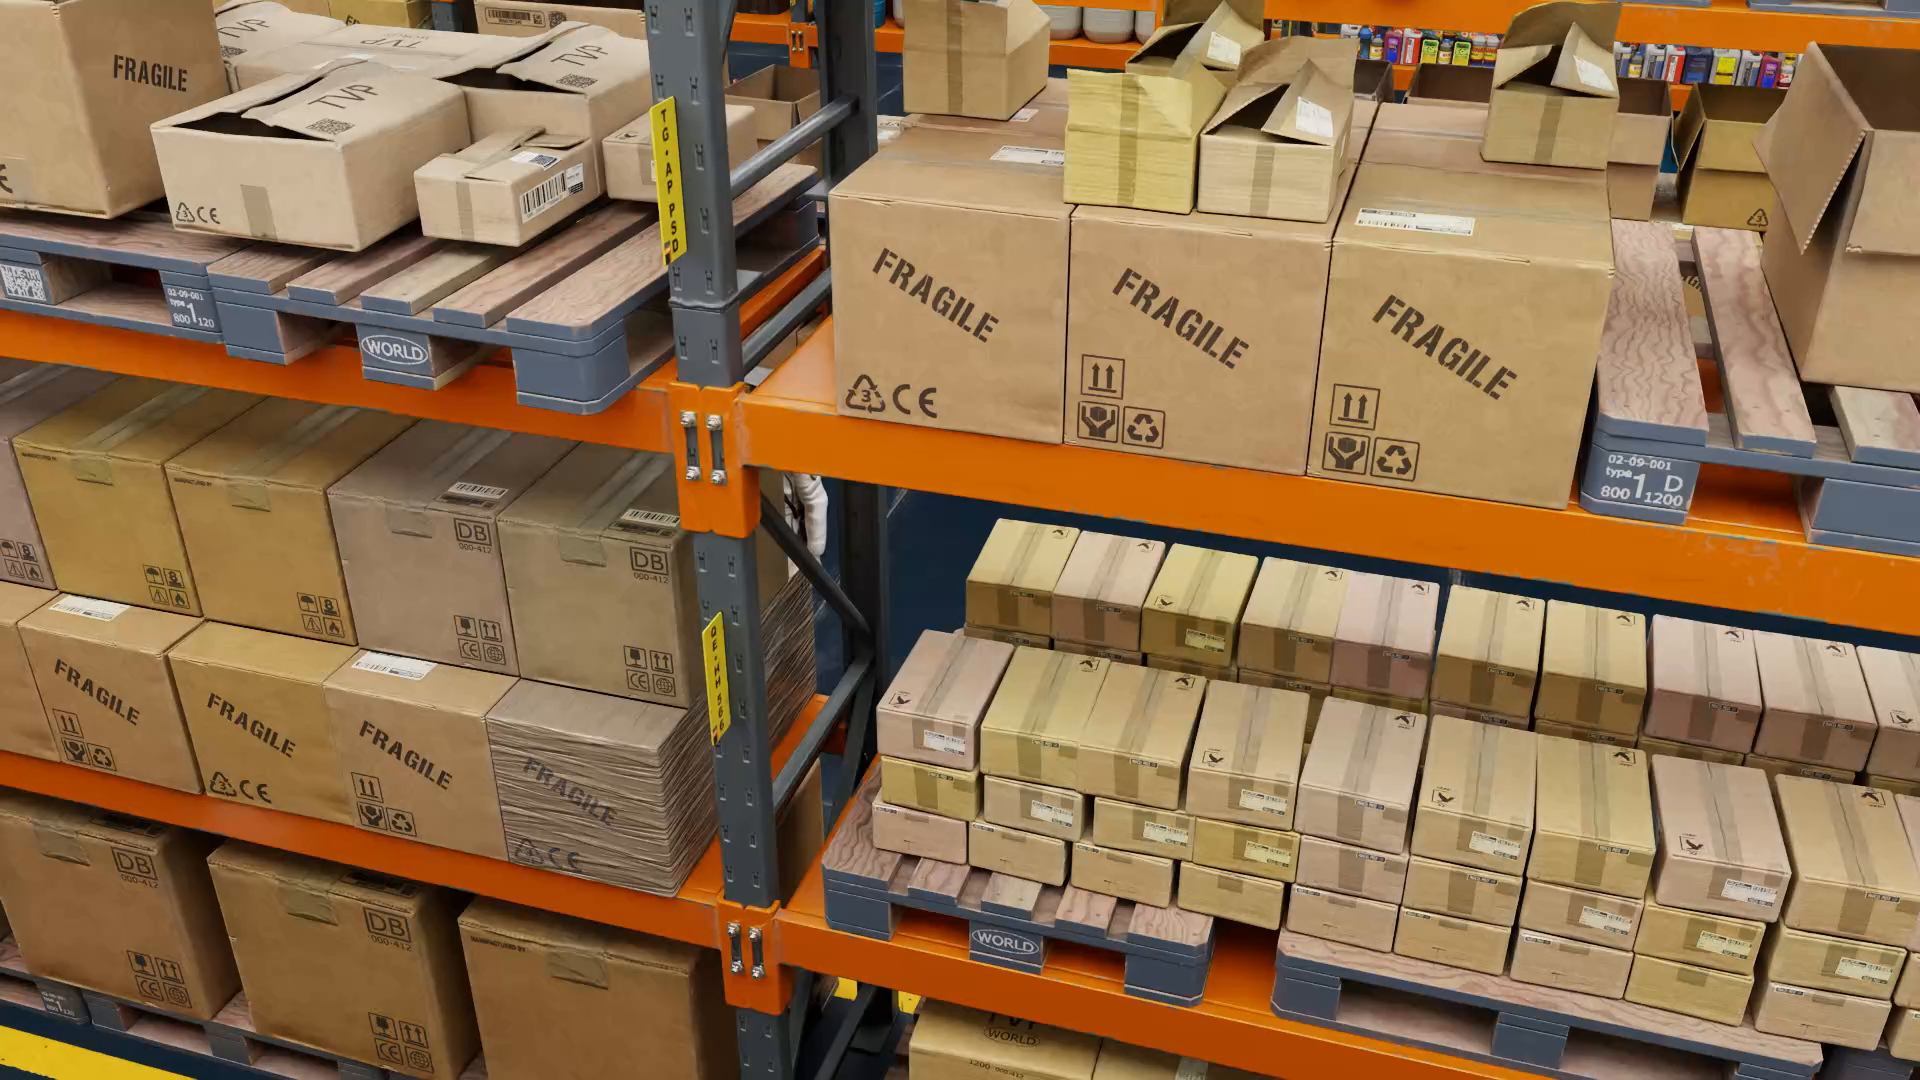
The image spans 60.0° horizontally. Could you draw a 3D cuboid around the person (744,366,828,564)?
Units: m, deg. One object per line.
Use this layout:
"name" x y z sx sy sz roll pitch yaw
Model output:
"person" -0.822 0.030 7.069 0.528 1.664 0.403 9 31 15
